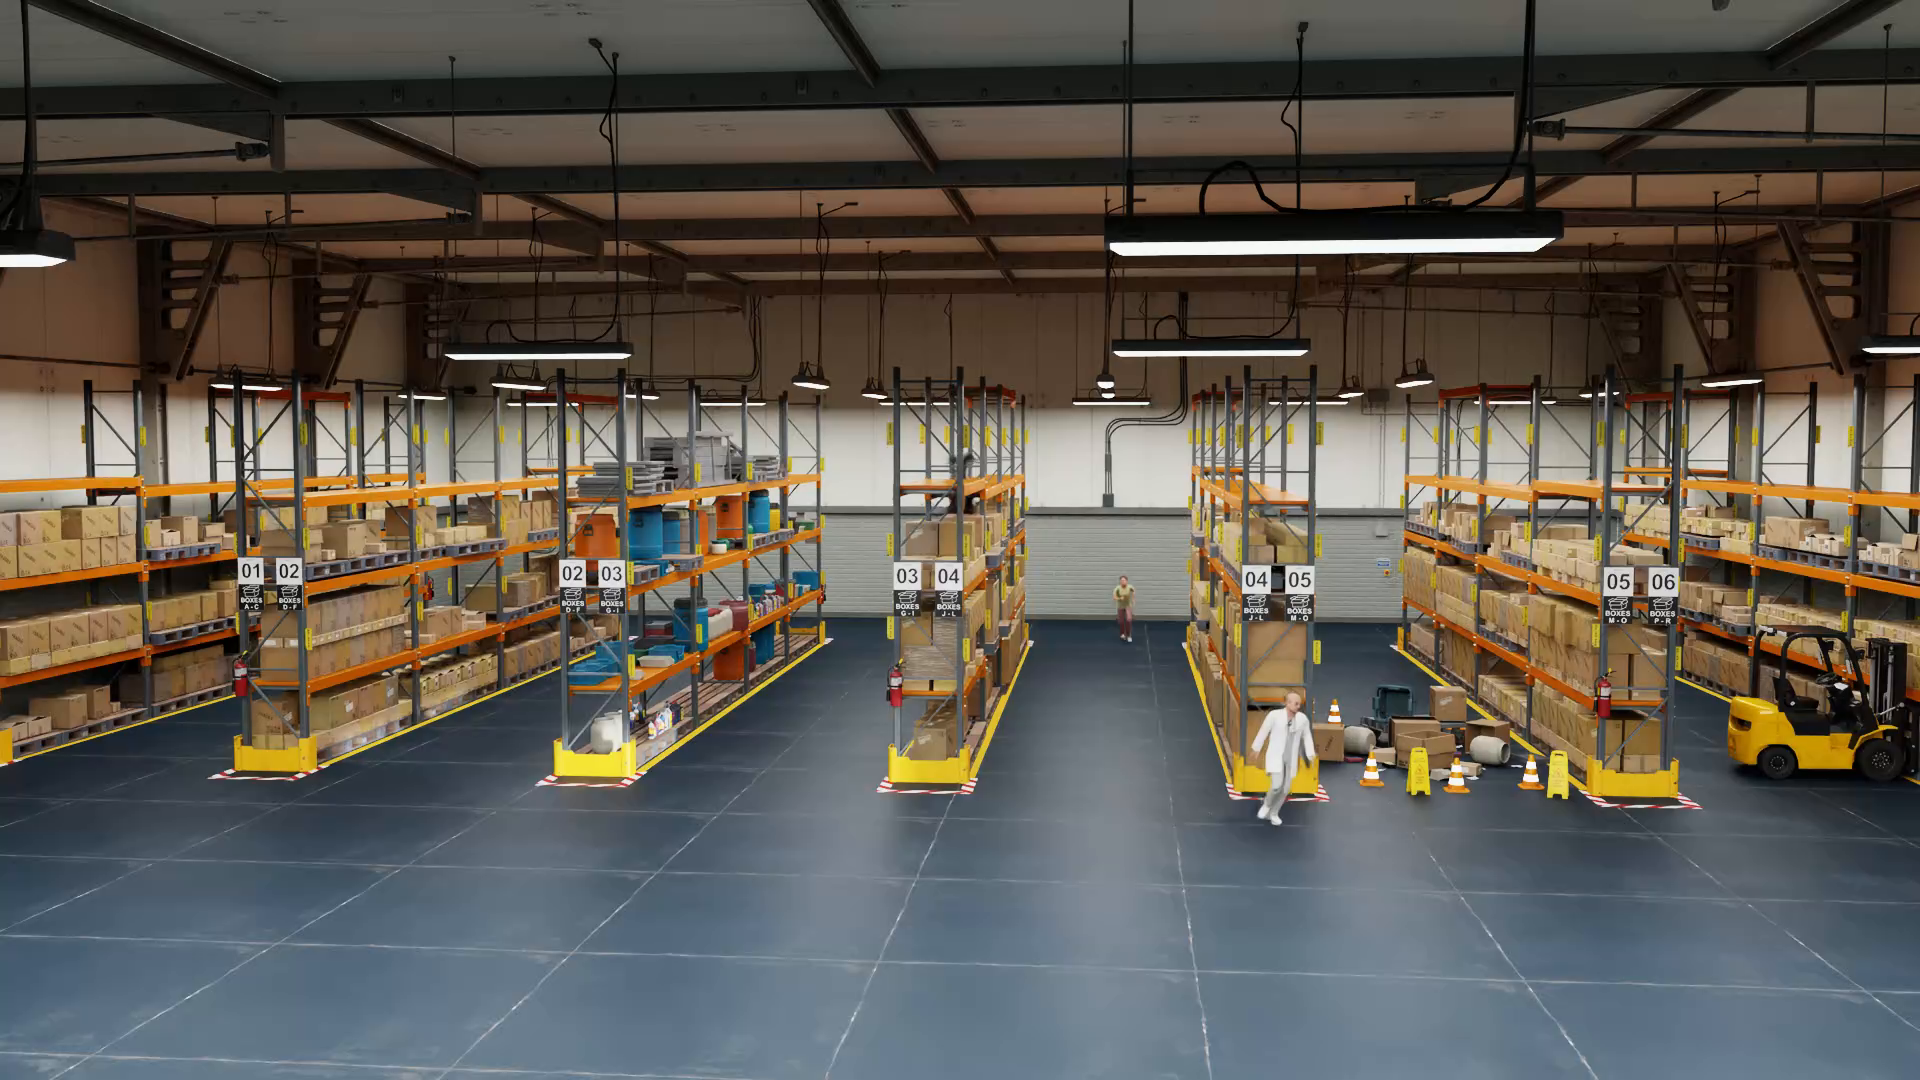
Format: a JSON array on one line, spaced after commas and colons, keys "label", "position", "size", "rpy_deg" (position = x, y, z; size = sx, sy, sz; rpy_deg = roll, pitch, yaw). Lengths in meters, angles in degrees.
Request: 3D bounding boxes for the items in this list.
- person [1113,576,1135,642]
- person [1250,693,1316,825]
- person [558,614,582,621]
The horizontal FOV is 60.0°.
[{"label": "person", "position": [4.004, 1.663, 40.584], "size": [0.522, 1.614, 0.914], "rpy_deg": [0, 4, 5]}, {"label": "person", "position": [4.172, 2.809, 21.372], "size": [0.689, 1.738, 0.707], "rpy_deg": [-1, 4, -19]}, {"label": "person", "position": [-9.854, 1.427, 42.465], "size": [0.975, 1.742, 0.690], "rpy_deg": [1, 4, 12]}]
